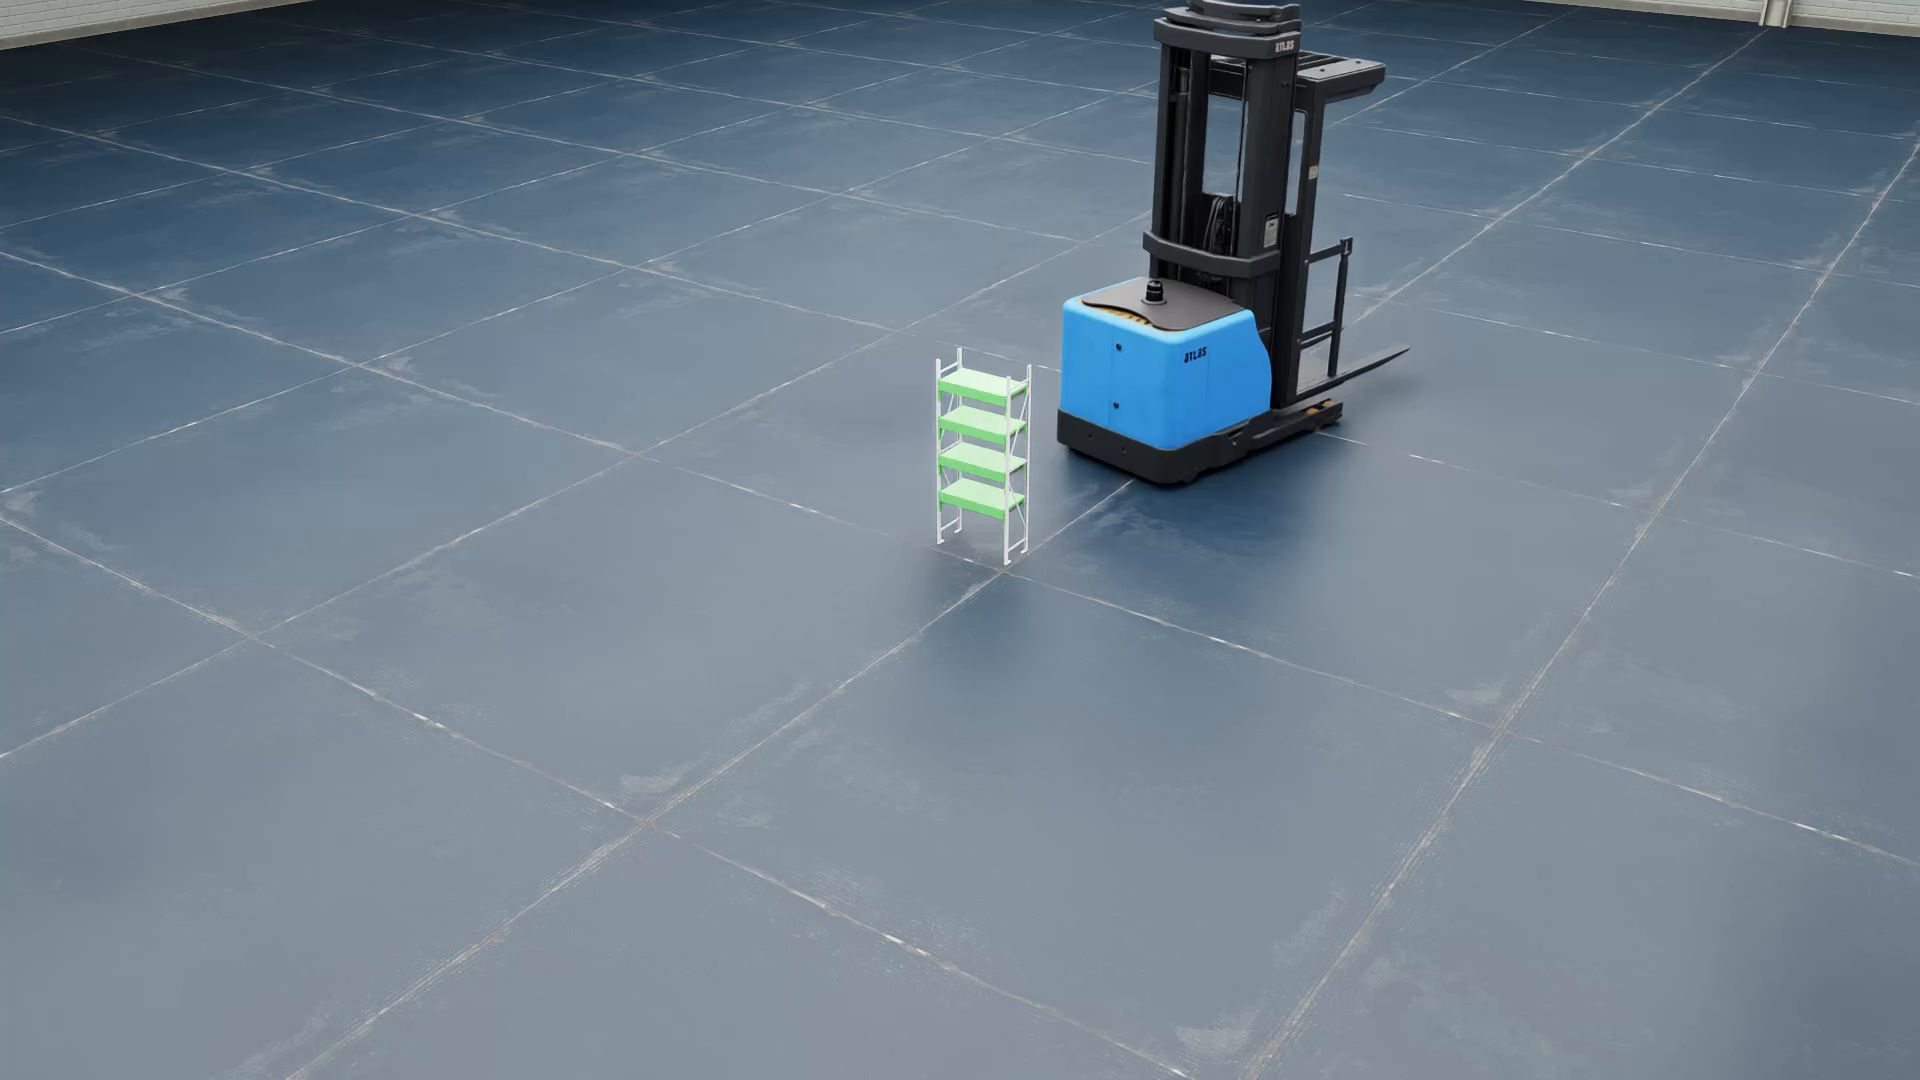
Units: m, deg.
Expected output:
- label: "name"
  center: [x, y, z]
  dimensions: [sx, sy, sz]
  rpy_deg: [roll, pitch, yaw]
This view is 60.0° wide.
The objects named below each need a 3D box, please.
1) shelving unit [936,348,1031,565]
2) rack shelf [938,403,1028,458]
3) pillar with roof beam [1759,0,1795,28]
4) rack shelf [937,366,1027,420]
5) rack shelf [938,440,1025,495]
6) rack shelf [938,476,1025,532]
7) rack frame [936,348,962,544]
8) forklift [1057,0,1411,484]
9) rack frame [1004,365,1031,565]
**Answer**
- label: "shelving unit"
  center: [0.136, -0.492, 9.894]
  dimensions: [0.503, 1.200, 0.258]
  rpy_deg: [17, 32, 30]
- label: "rack shelf"
  center: [0.136, -0.649, 9.814]
  dimensions: [0.480, 0.148, 0.258]
  rpy_deg: [17, 32, 30]
- label: "pillar with roof beam"
  center: [10.382, -10.508, 20.977]
  dimensions: [0.400, 9.000, 9.100]
  rpy_deg: [17, 32, 30]
- label: "rack shelf"
  center: [0.136, -0.863, 9.706]
  dimensions: [0.480, 0.148, 0.258]
  rpy_deg: [17, 32, 30]
- label: "rack shelf"
  center: [0.136, -0.435, 9.923]
  dimensions: [0.480, 0.148, 0.258]
  rpy_deg: [17, 32, 30]
- label: "rack shelf"
  center: [0.136, -0.221, 10.032]
  dimensions: [0.480, 0.148, 0.258]
  rpy_deg: [17, 32, 30]
- label: "rack frame"
  center: [-0.065, -0.555, 10.017]
  dimensions: [0.015, 1.200, 0.240]
  rpy_deg: [17, 32, 30]
- label: "forklift"
  center: [2.093, -2.226, 11.392]
  dimensions: [3.031, 2.935, 1.130]
  rpy_deg: [-23, 35, -37]
- label: "rack frame"
  center: [0.338, -0.430, 9.771]
  dimensions: [0.015, 1.200, 0.240]
  rpy_deg: [17, 32, 30]
